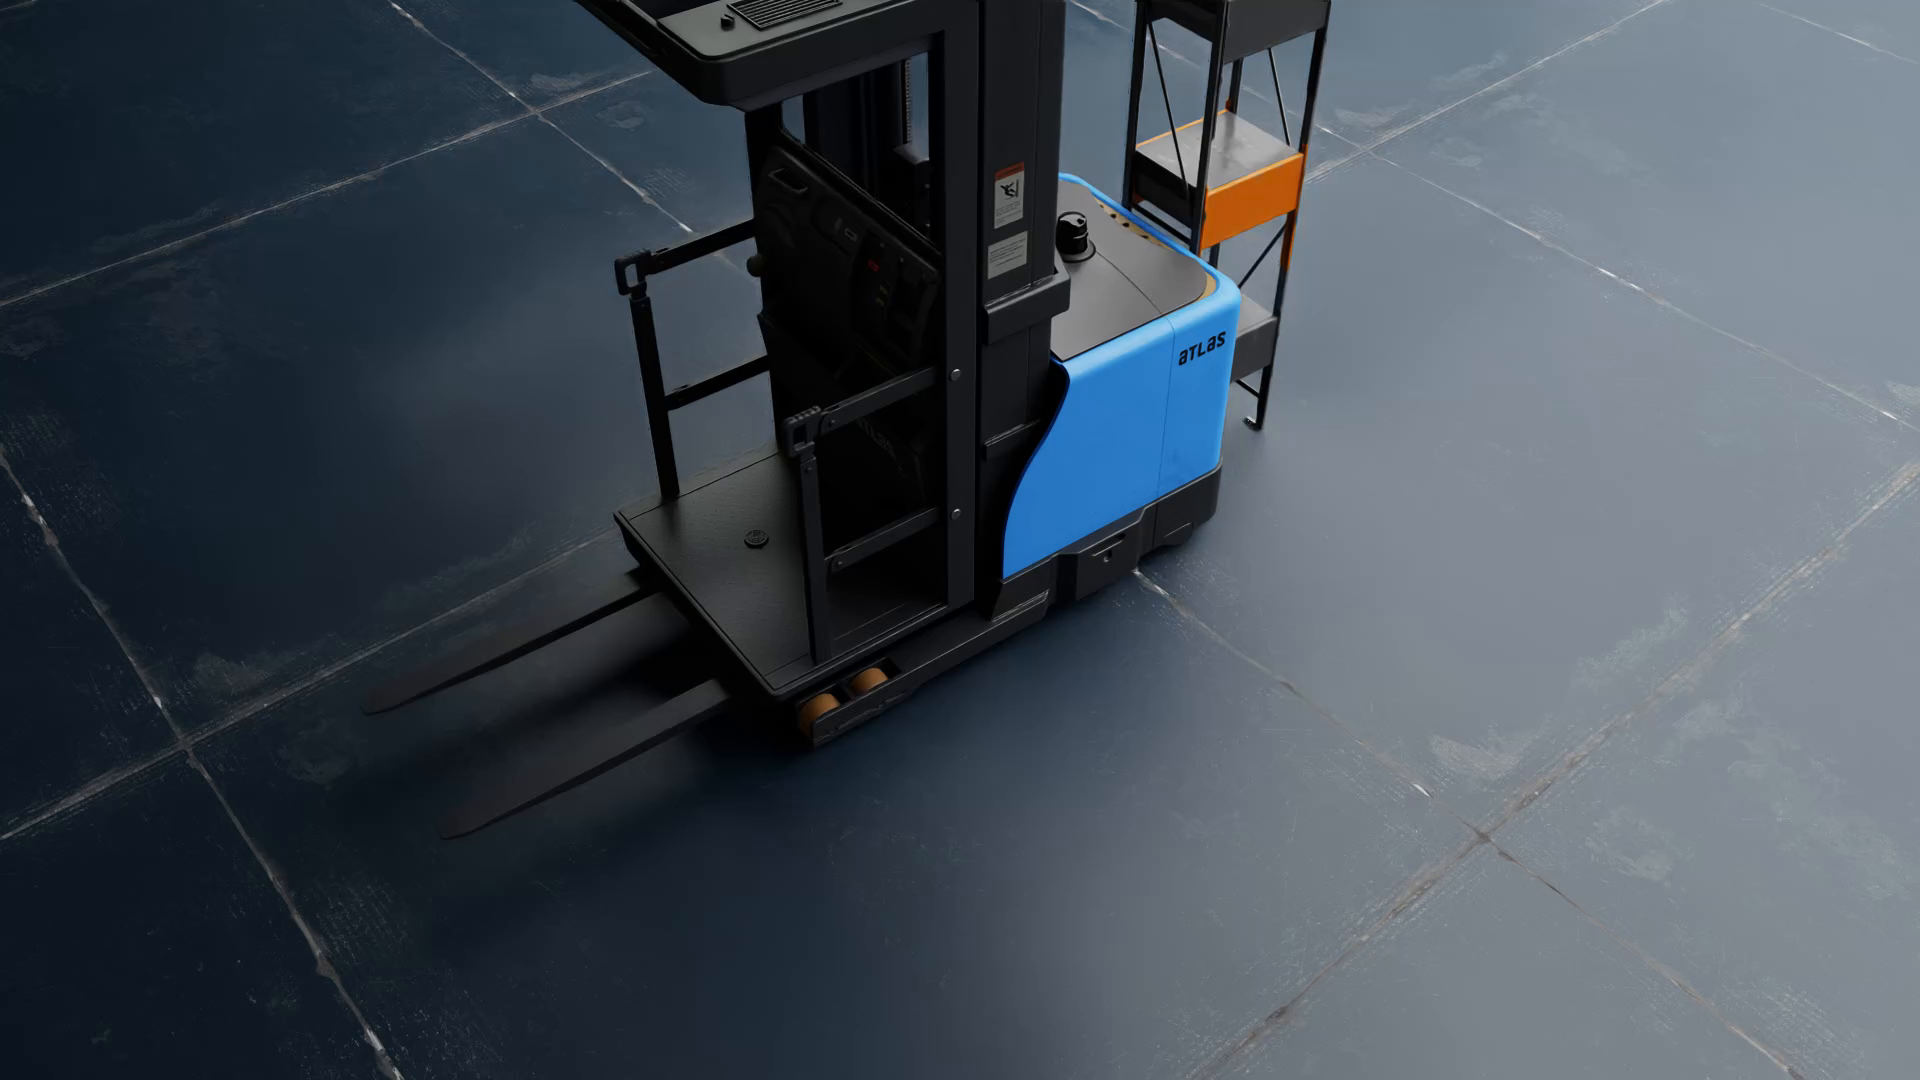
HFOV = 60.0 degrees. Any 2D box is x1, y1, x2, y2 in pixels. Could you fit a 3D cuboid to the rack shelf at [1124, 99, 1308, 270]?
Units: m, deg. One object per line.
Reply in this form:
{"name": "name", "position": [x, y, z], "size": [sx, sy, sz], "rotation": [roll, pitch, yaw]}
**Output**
{"name": "rack shelf", "position": [0.908, -1.213, 6.027], "size": [0.480, 0.518, 0.431], "rotation": [-27, 49, -26]}

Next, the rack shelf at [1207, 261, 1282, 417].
{"name": "rack shelf", "position": [0.908, -0.702, 6.506], "size": [0.480, 0.518, 0.431], "rotation": [-27, 49, -26]}

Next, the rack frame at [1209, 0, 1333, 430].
{"name": "rack frame", "position": [1.104, -1.321, 6.123], "size": [0.015, 2.100, 0.400], "rotation": [-27, 49, -26]}

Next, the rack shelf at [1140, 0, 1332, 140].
{"name": "rack shelf", "position": [0.908, -1.723, 5.548], "size": [0.480, 0.518, 0.431], "rotation": [-27, 49, -26]}

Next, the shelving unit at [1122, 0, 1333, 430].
{"name": "shelving unit", "position": [0.908, -1.222, 6.018], "size": [0.503, 2.100, 0.431], "rotation": [-27, 49, -26]}

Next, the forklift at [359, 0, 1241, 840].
{"name": "forklift", "position": [-0.522, -0.807, 4.968], "size": [3.031, 2.935, 1.130], "rotation": [-27, 49, -26]}

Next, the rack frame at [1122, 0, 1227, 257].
{"name": "rack frame", "position": [0.711, -1.124, 5.913], "size": [0.015, 2.100, 0.400], "rotation": [-27, 49, -26]}
